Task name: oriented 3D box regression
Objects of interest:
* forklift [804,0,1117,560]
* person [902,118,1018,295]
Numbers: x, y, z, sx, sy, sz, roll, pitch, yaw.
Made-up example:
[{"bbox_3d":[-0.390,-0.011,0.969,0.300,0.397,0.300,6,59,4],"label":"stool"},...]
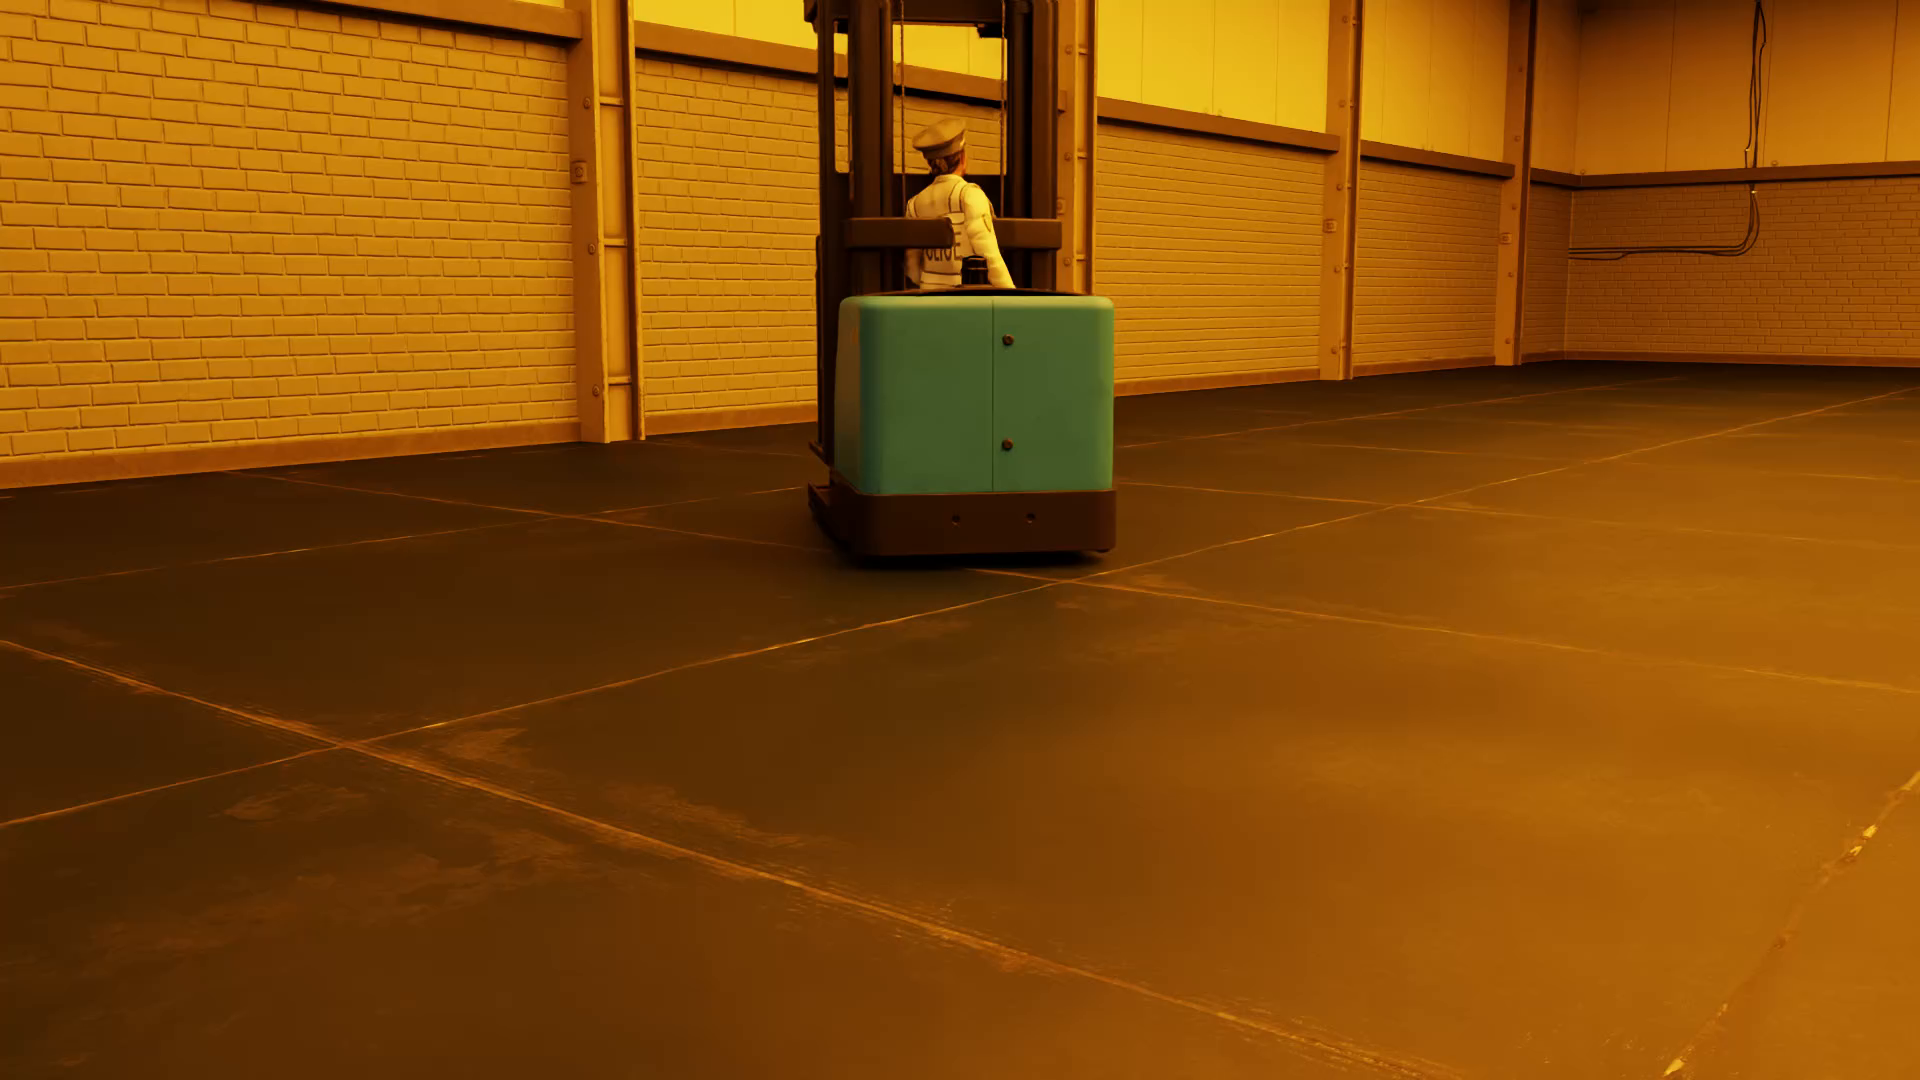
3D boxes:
[{"bbox_3d":[-0.141,-1.543,7.826,1.130,2.935,3.031,-2,8,-10],"label":"forklift"},{"bbox_3d":[0.047,-0.992,7.304,0.590,1.676,0.549,7,11,38],"label":"person"}]
